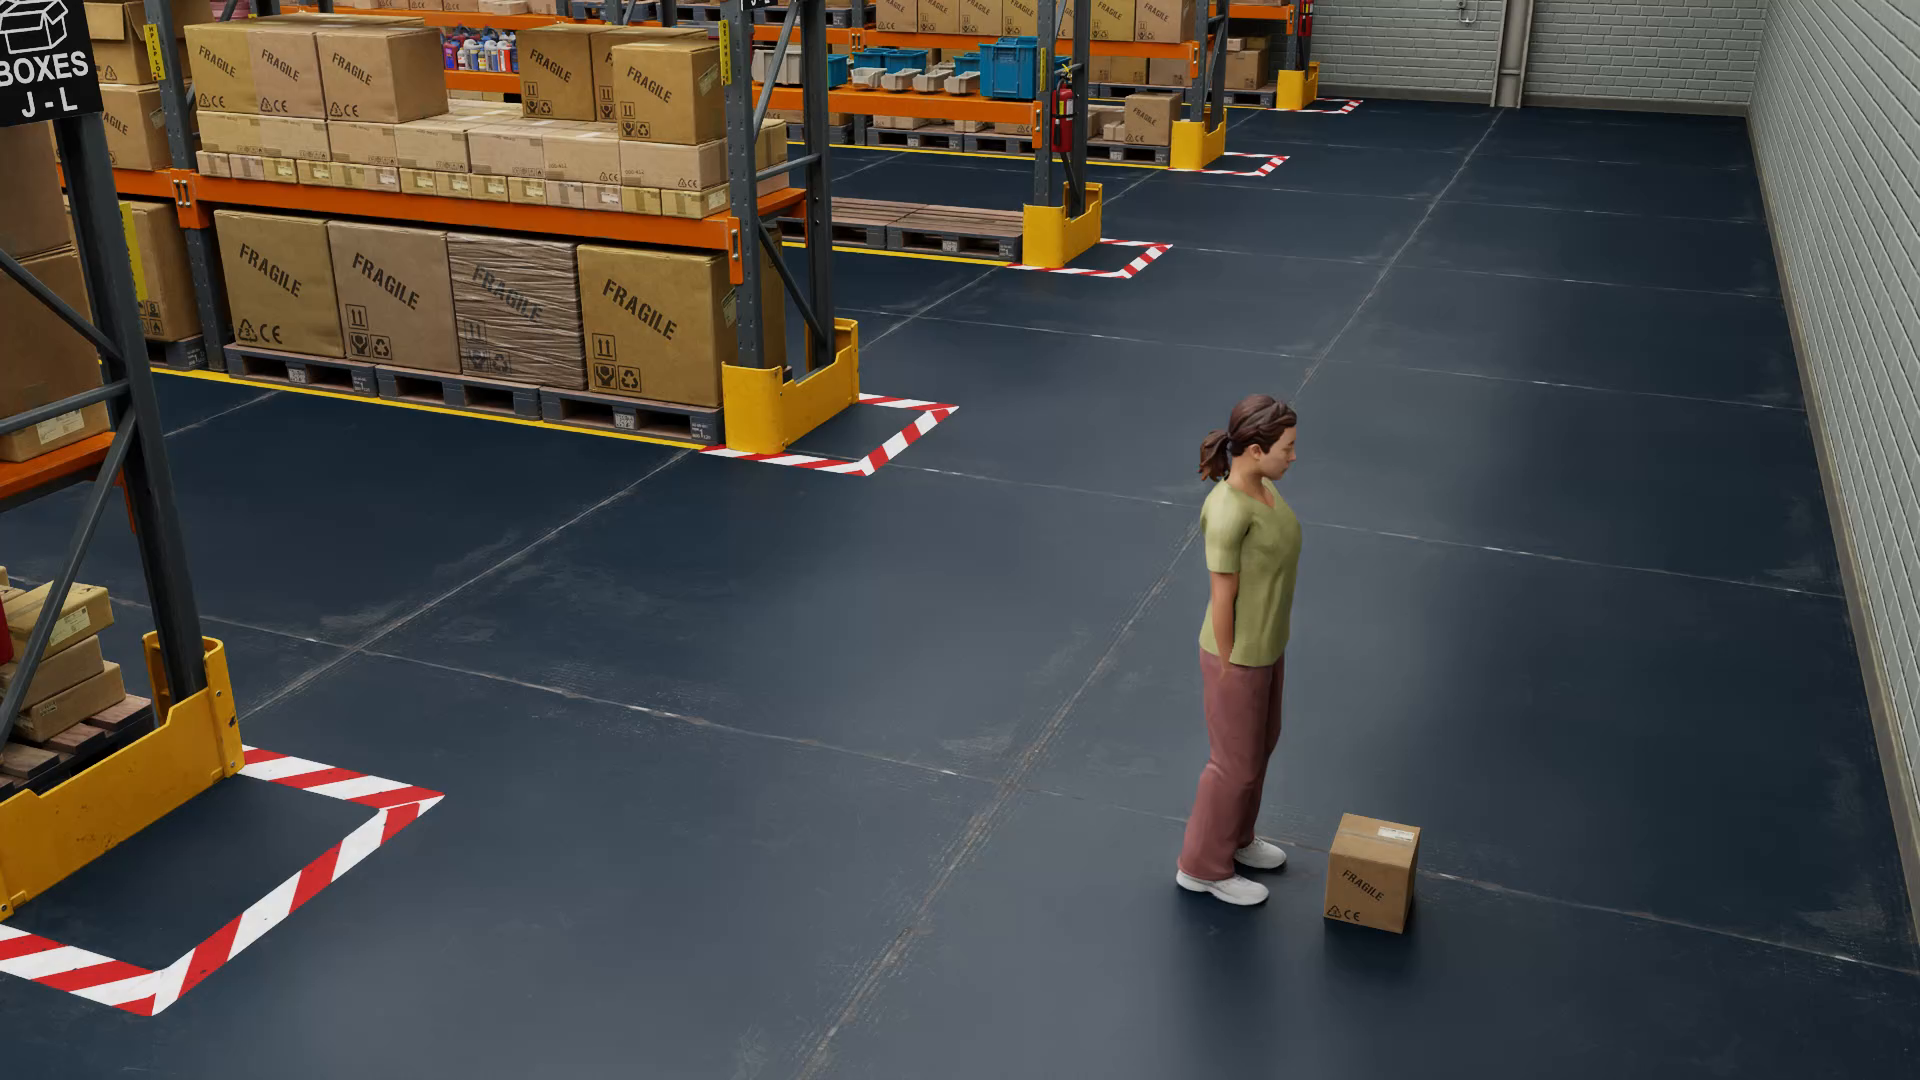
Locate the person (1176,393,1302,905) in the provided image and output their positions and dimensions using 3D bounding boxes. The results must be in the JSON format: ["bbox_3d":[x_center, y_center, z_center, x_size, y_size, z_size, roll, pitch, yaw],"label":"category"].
[{"bbox_3d":[0.894,0.340,5.282,0.365,1.674,0.443,9,24,21],"label":"person"}]
